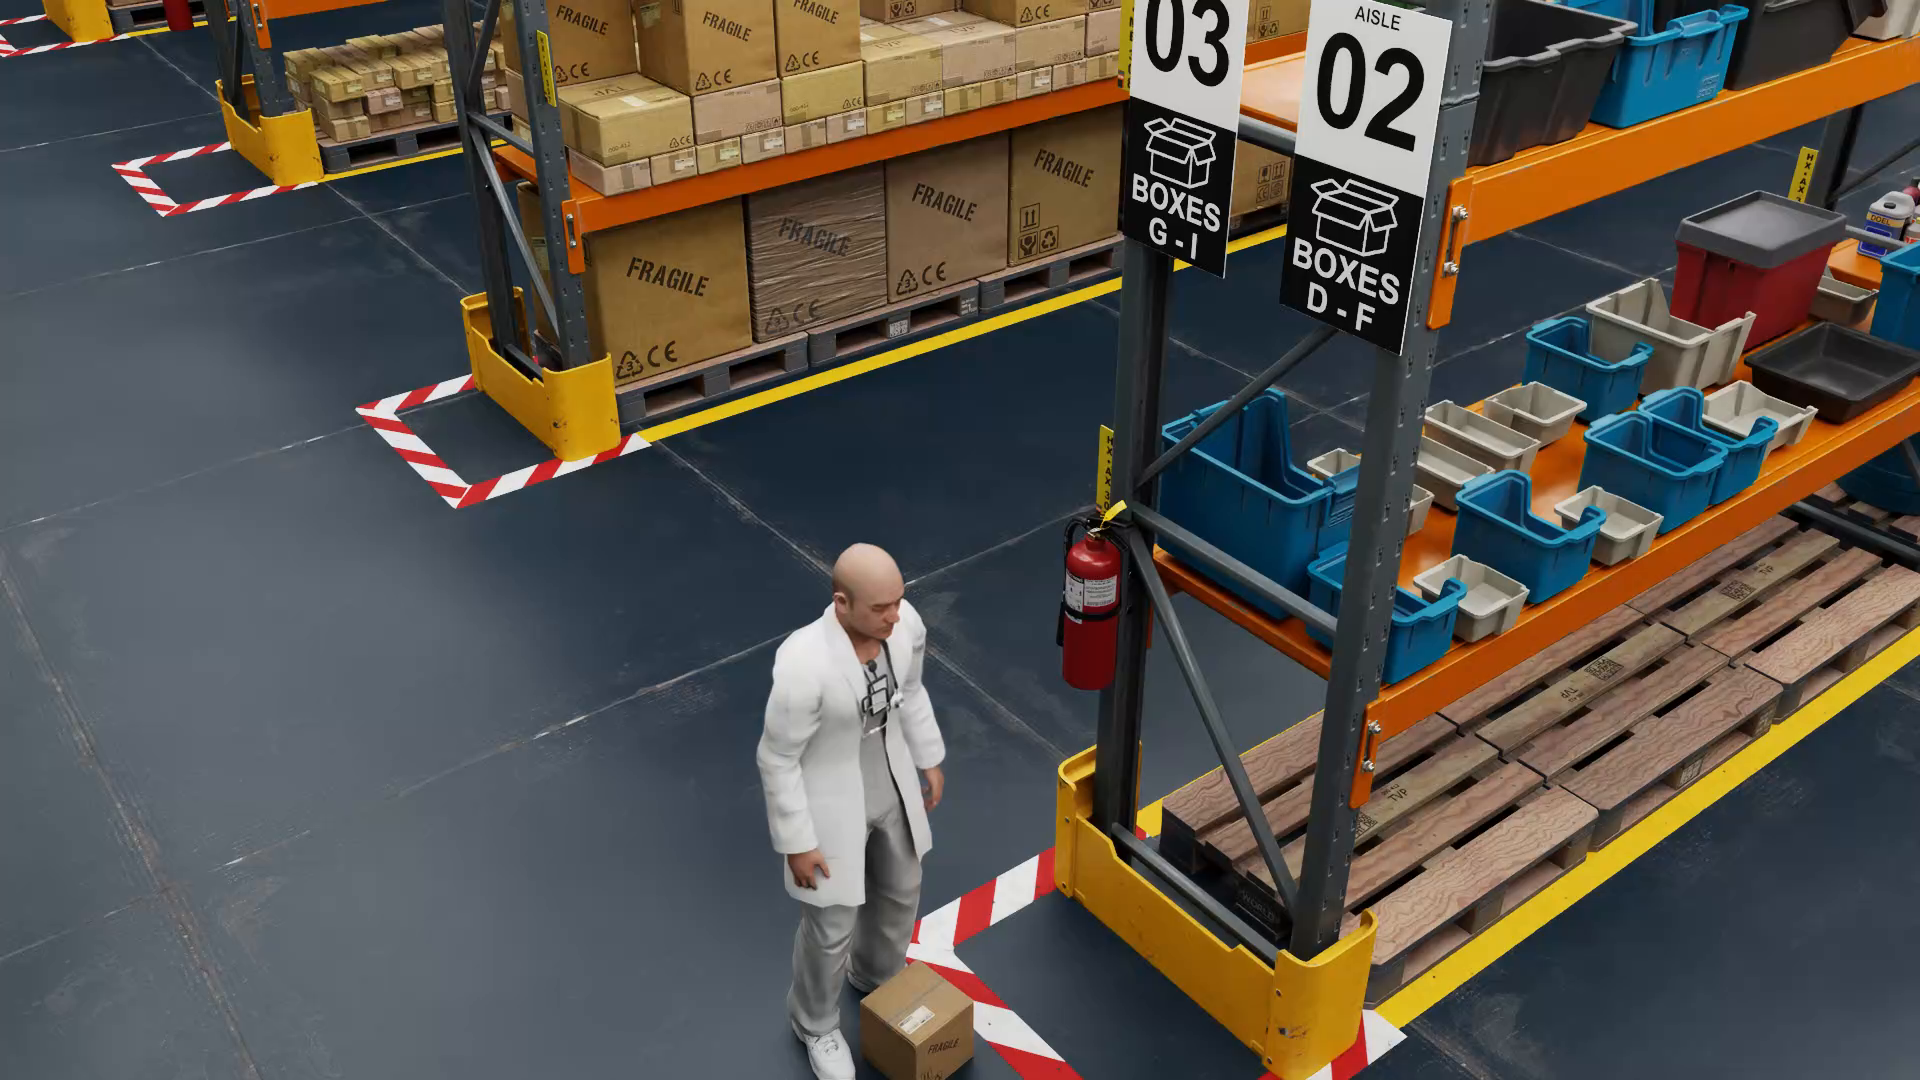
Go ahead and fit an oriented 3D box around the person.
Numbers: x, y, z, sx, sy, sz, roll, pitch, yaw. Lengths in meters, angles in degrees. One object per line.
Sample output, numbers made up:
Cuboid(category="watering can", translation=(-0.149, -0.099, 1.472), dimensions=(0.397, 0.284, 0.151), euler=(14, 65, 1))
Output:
Cuboid(category="person", translation=(-0.299, 0.770, 4.906), dimensions=(0.417, 1.775, 0.656), euler=(27, 41, 36))
